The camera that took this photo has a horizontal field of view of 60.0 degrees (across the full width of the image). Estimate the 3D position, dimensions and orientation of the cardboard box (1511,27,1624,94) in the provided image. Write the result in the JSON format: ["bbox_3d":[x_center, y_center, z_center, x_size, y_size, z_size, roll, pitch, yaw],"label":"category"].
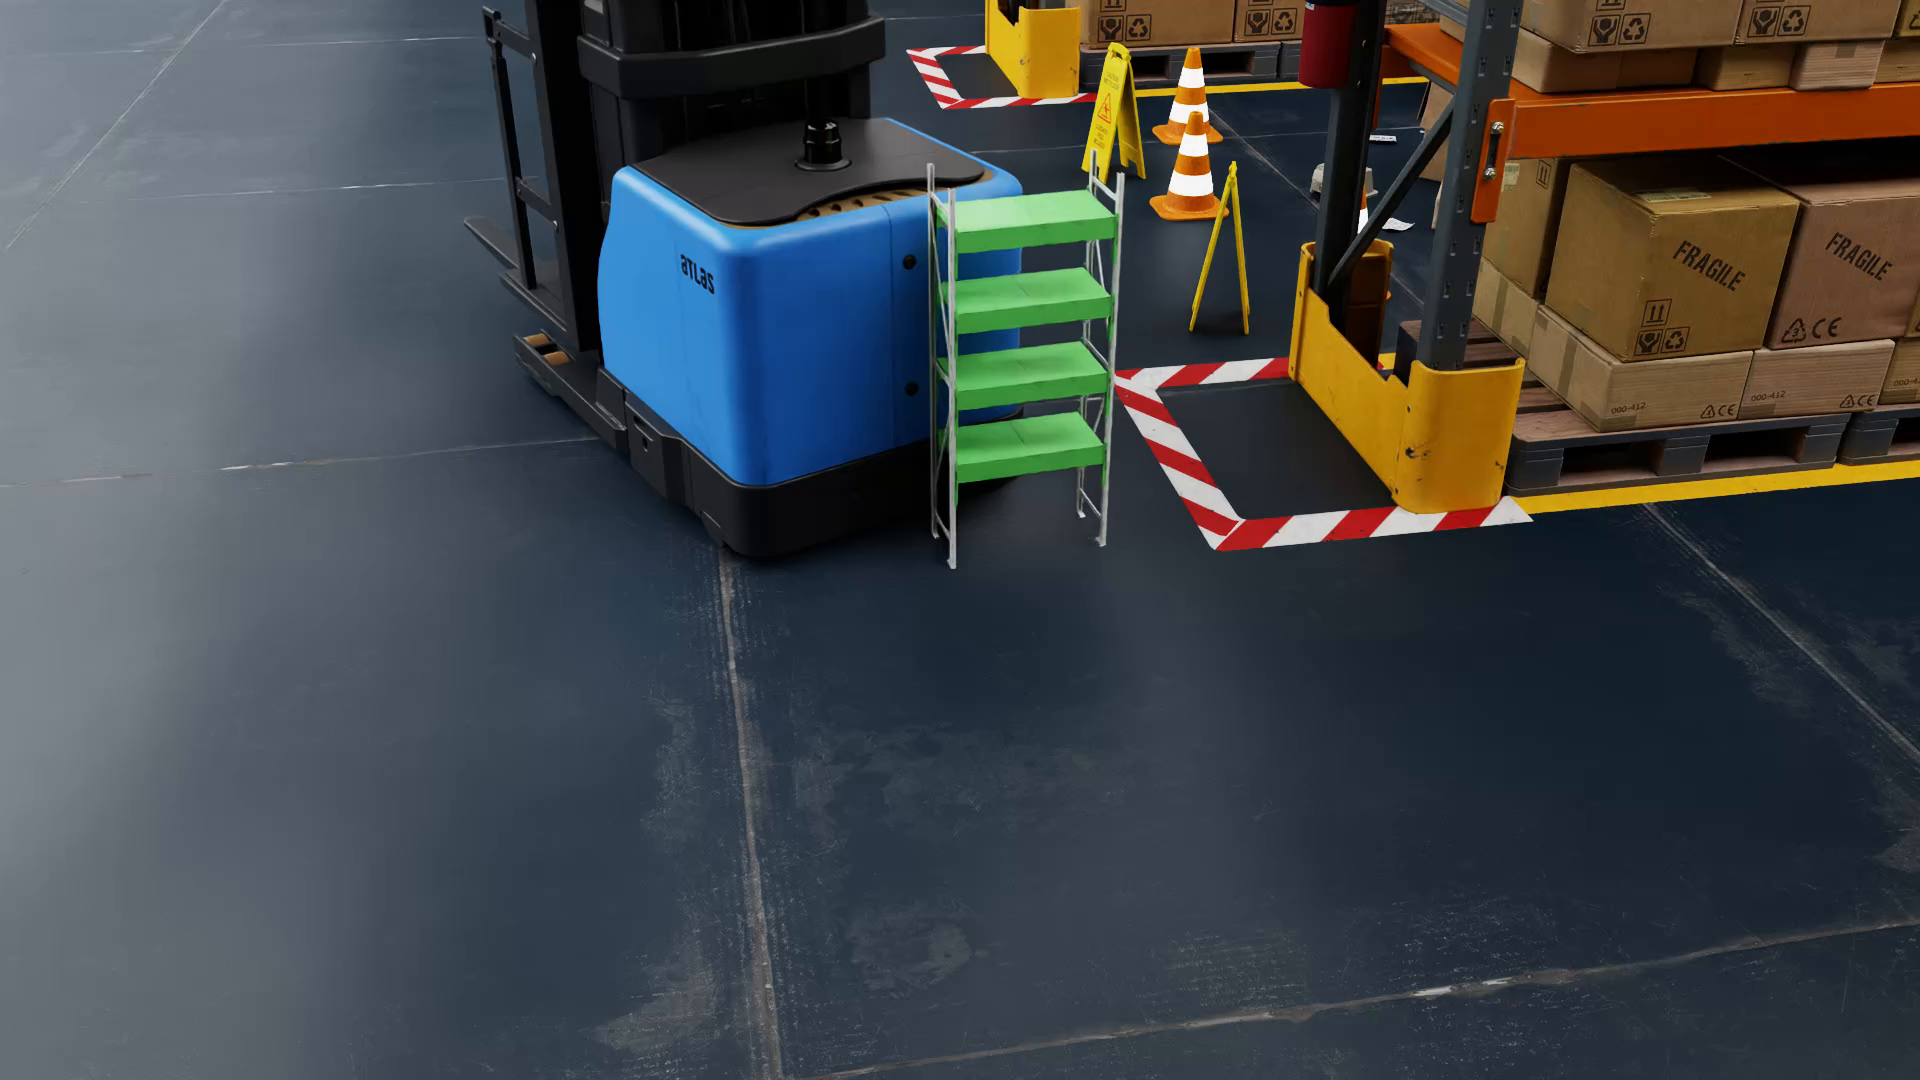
[{"bbox_3d":[1.809,-1.491,5.074,0.250,0.149,0.380,-5,31,-9],"label":"cardboard box"}]

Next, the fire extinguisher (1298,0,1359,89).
[{"bbox_3d":[1.242,-1.857,5.526,0.183,0.674,0.296,-5,31,-9],"label":"fire extinguisher"}]

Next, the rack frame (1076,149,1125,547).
[{"bbox_3d":[0.416,-0.554,5.009,0.015,1.200,0.240,-8,31,-14],"label":"rack frame"}]

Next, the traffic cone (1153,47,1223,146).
[{"bbox_3d":[1.225,-2.377,8.836,0.334,0.463,0.336,-5,31,-9],"label":"traffic cone"}]

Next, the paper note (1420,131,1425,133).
[{"bbox_3d":[2.549,-2.202,8.984,0.123,0.001,0.032,10,32,17],"label":"paper note"}]

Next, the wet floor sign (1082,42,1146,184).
[{"bbox_3d":[0.775,-2.125,8.228,0.232,0.644,0.267,-11,32,-17],"label":"wet floor sign"}]

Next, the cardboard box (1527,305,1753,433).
[{"bbox_3d":[2.281,-0.603,5.614,0.500,0.250,0.500,-6,31,-9],"label":"cardboard box"}]

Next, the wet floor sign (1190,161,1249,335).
[{"bbox_3d":[1.058,-1.173,6.608,0.232,0.644,0.267,5,31,8],"label":"wet floor sign"}]

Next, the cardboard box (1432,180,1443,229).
[{"bbox_3d":[2.362,-1.569,7.772,0.250,0.149,0.380,10,32,17],"label":"cardboard box"}]

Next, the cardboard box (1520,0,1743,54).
[{"bbox_3d":[1.953,-1.748,4.871,0.500,0.500,0.500,-6,31,-10],"label":"cardboard box"}]

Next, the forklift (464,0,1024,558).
[{"bbox_3d":[-1.026,-1.912,5.611,1.130,2.935,3.031,-19,35,-28],"label":"forklift"}]

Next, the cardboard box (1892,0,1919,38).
[{"bbox_3d":[2.963,-1.844,5.034,0.500,0.500,0.500,-6,31,-10],"label":"cardboard box"}]

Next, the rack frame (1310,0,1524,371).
[{"bbox_3d":[1.437,-1.671,5.133,0.127,3.000,1.000,-5,31,-9],"label":"rack frame"}]

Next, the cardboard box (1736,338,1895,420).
[{"bbox_3d":[2.784,-0.646,5.687,0.500,0.250,0.500,-4,31,-7],"label":"cardboard box"}]

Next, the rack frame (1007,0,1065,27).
[{"bbox_3d":[0.446,-4.130,9.315,0.127,3.000,1.000,-5,31,-9],"label":"rack frame"}]

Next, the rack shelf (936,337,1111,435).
[{"bbox_3d":[0.182,-0.465,4.983,0.480,0.148,0.258,-8,31,-14],"label":"rack shelf"}]

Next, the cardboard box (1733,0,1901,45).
[{"bbox_3d":[2.462,-1.796,4.954,0.500,0.500,0.500,-4,31,-7],"label":"cardboard box"}]

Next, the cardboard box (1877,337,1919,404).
[{"bbox_3d":[3.319,-0.702,5.783,0.500,0.250,0.500,-3,31,-6],"label":"cardboard box"}]

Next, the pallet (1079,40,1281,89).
[{"bbox_3d":[1.219,-3.040,10.212,1.213,0.211,1.003,-5,31,-9],"label":"pallet"}]

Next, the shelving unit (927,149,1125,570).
[{"bbox_3d":[0.182,-0.520,4.951,0.503,1.200,0.258,-8,31,-14],"label":"shelving unit"}]

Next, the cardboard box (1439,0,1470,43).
[{"bbox_3d":[1.767,-1.704,5.436,0.250,0.149,0.380,-4,31,-7],"label":"cardboard box"}]

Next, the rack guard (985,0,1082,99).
[{"bbox_3d":[0.423,-3.050,9.944,0.348,0.500,1.175,-5,31,-9],"label":"rack guard"}]

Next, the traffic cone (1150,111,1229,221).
[{"bbox_3d":[1.094,-1.783,7.825,0.334,0.463,0.336,-5,31,-9],"label":"traffic cone"}]

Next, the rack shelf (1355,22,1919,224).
[{"bbox_3d":[3.405,-1.544,5.626,4.000,0.370,1.077,-5,31,-9],"label":"rack shelf"}]

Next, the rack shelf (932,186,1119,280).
[{"bbox_3d":[0.182,-0.879,4.740,0.480,0.148,0.258,-8,31,-14],"label":"rack shelf"}]

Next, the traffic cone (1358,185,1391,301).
[{"bbox_3d":[1.628,-1.260,6.937,0.334,0.463,0.336,-5,31,-9],"label":"traffic cone"}]

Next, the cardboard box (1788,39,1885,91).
[{"bbox_3d":[2.588,-1.505,5.098,0.250,0.149,0.380,-5,31,-8],"label":"cardboard box"}]

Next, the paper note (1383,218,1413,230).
[{"bbox_3d":[2.009,-1.470,7.720,0.142,0.019,0.148,-17,34,-26],"label":"paper note"}]

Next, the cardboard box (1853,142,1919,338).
[{"bbox_3d":[3.312,-1.020,5.584,0.500,0.500,0.500,-5,31,-8],"label":"cardboard box"}]

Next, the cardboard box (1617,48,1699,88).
[{"bbox_3d":[2.055,-1.521,5.125,0.250,0.149,0.380,-5,31,-8],"label":"cardboard box"}]

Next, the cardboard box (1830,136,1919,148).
[{"bbox_3d":[3.189,-1.285,6.035,0.500,0.500,0.500,-6,31,-10],"label":"cardboard box"}]

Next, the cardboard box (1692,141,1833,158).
[{"bbox_3d":[2.691,-1.243,5.963,0.500,0.500,0.500,-4,31,-7],"label":"cardboard box"}]

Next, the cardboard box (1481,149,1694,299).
[{"bbox_3d":[2.178,-1.193,5.879,0.500,0.500,0.500,-5,31,-9],"label":"cardboard box"}]

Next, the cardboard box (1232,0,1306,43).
[{"bbox_3d":[1.967,-3.571,10.046,0.875,0.875,0.875,-6,31,-10],"label":"cardboard box"}]

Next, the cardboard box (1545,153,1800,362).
[{"bbox_3d":[2.304,-0.929,5.428,0.500,0.500,0.500,-6,31,-11],"label":"cardboard box"}]

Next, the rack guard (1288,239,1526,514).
[{"bbox_3d":[1.512,-0.601,5.778,0.348,0.500,1.175,-5,31,-9],"label":"rack guard"}]

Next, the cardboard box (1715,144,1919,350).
[{"bbox_3d":[2.817,-0.978,5.513,0.500,0.500,0.500,-6,31,-11],"label":"cardboard box"}]

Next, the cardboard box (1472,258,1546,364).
[{"bbox_3d":[2.208,-0.877,6.081,0.500,0.250,0.500,-5,31,-9],"label":"cardboard box"}]

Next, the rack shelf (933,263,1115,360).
[{"bbox_3d":[0.182,-0.672,4.861,0.480,0.148,0.258,-8,31,-14],"label":"rack shelf"}]

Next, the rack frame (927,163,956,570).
[{"bbox_3d":[-0.053,-0.486,4.892,0.015,1.200,0.240,-8,31,-14],"label":"rack frame"}]

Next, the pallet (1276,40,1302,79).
[{"bbox_3d":[2.416,-3.150,10.398,1.213,0.211,1.003,-5,31,-9],"label":"pallet"}]

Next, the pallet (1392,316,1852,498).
[{"bbox_3d":[2.318,-0.533,5.948,1.213,0.211,1.003,-5,31,-9],"label":"pallet"}]

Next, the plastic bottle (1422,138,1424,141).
[{"bbox_3d":[2.586,-2.103,8.766,0.283,0.061,0.133,-17,34,-26],"label":"plastic bottle"}]

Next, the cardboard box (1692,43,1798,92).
[{"bbox_3d":[2.330,-1.505,5.098,0.250,0.149,0.380,-6,31,-11],"label":"cardboard box"}]

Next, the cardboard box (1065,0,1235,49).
[{"bbox_3d":[1.102,-3.490,9.908,0.875,0.875,0.875,-5,31,-9],"label":"cardboard box"}]

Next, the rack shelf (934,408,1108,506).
[{"bbox_3d":[0.182,-0.258,5.105,0.480,0.148,0.258,-8,31,-14],"label":"rack shelf"}]

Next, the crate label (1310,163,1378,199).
[{"bbox_3d":[1.856,-1.745,8.082,0.298,0.136,0.250,-23,38,-34],"label":"crate label"}]

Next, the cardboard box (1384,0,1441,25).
[{"bbox_3d":[2.864,-3.654,10.186,0.875,0.875,0.875,-5,31,-9],"label":"cardboard box"}]

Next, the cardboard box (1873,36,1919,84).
[{"bbox_3d":[2.836,-1.545,5.167,0.250,0.149,0.380,-5,31,-8],"label":"cardboard box"}]

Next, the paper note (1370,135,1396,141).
[{"bbox_3d":[2.254,-2.142,8.865,0.142,0.017,0.144,5,31,8],"label":"paper note"}]

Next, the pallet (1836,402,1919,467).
[{"bbox_3d":[3.515,-0.642,6.134,1.213,0.211,1.003,-5,31,-9],"label":"pallet"}]

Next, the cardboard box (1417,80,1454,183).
[{"bbox_3d":[2.709,-2.018,8.185,0.797,0.503,0.637,23,37,33],"label":"cardboard box"}]
